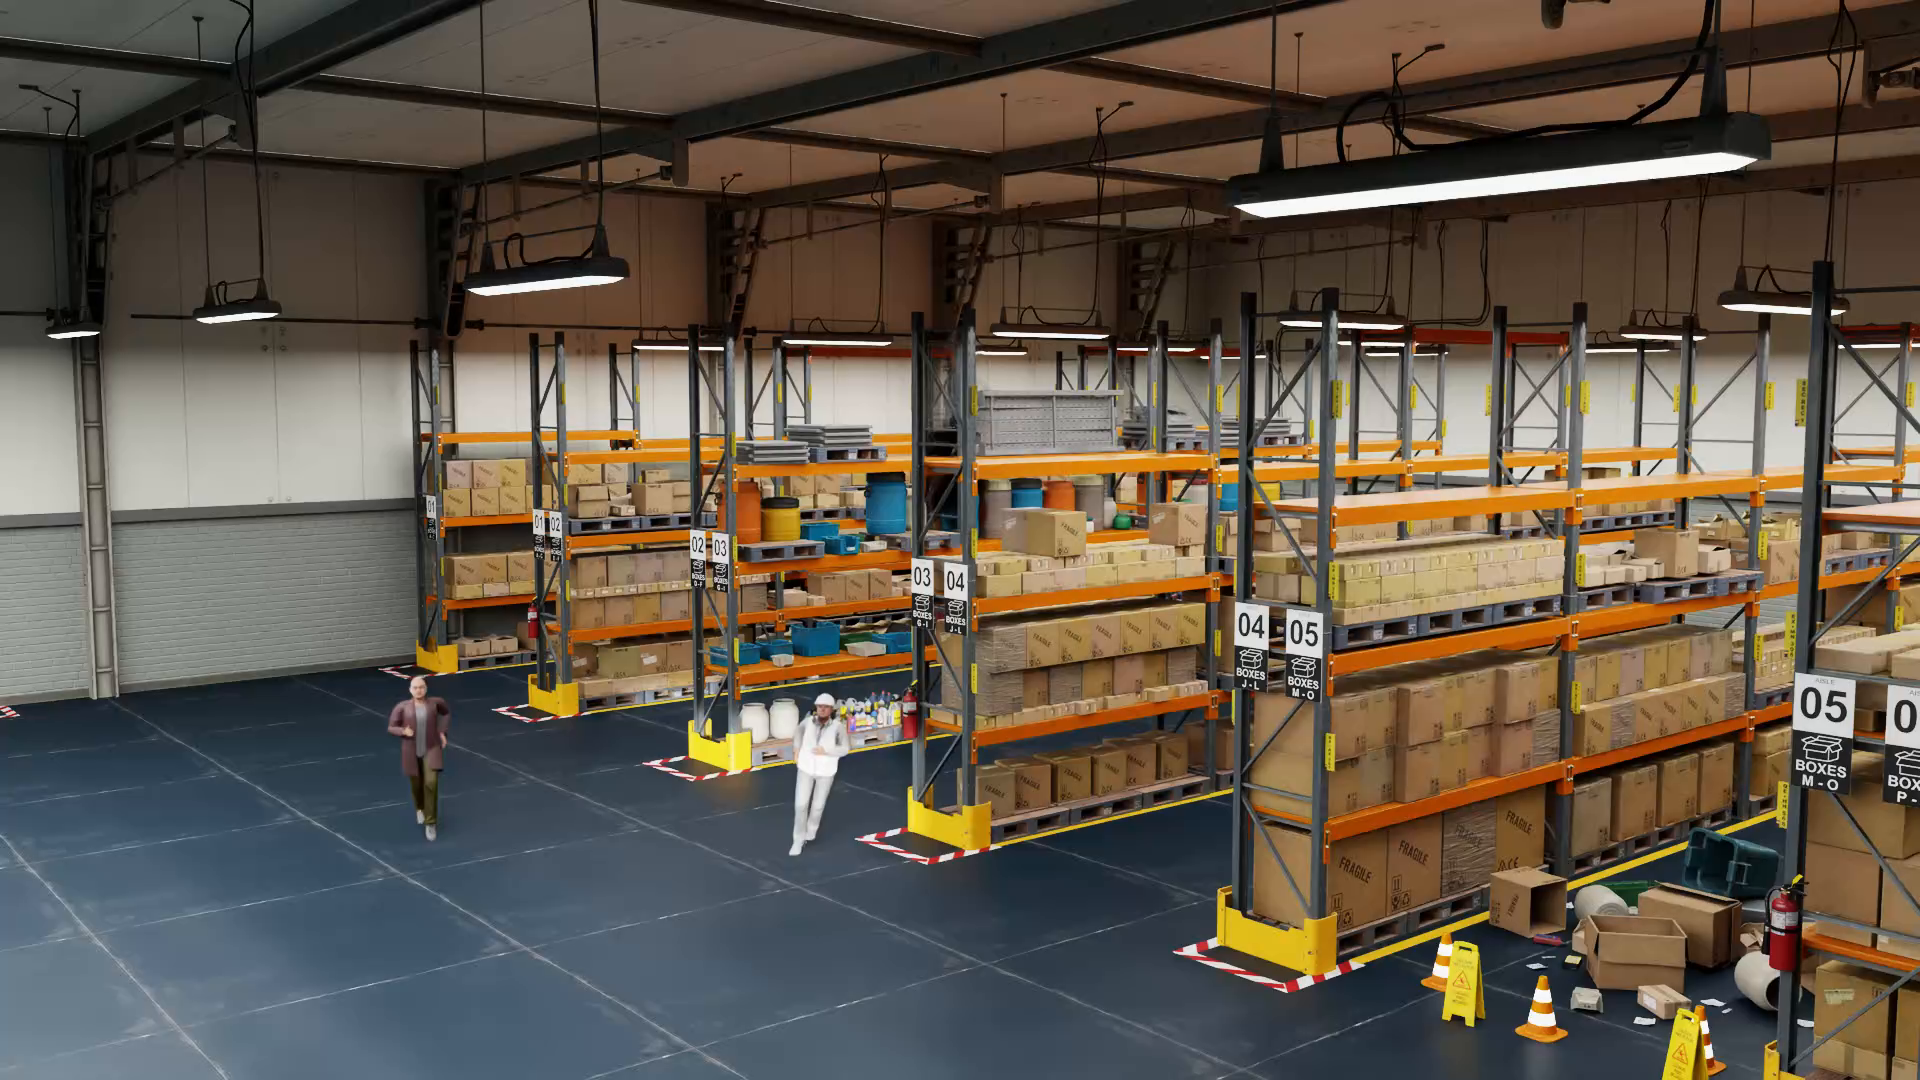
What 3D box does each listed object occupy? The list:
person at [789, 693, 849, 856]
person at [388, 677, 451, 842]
[{"bbox_3d":[-1.555,2.595,18.576,0.668,1.830,0.706,0,5,1],"label":"person"},{"bbox_3d":[-6.241,2.492,19.243,0.697,1.831,0.966,-2,6,-16],"label":"person"}]
